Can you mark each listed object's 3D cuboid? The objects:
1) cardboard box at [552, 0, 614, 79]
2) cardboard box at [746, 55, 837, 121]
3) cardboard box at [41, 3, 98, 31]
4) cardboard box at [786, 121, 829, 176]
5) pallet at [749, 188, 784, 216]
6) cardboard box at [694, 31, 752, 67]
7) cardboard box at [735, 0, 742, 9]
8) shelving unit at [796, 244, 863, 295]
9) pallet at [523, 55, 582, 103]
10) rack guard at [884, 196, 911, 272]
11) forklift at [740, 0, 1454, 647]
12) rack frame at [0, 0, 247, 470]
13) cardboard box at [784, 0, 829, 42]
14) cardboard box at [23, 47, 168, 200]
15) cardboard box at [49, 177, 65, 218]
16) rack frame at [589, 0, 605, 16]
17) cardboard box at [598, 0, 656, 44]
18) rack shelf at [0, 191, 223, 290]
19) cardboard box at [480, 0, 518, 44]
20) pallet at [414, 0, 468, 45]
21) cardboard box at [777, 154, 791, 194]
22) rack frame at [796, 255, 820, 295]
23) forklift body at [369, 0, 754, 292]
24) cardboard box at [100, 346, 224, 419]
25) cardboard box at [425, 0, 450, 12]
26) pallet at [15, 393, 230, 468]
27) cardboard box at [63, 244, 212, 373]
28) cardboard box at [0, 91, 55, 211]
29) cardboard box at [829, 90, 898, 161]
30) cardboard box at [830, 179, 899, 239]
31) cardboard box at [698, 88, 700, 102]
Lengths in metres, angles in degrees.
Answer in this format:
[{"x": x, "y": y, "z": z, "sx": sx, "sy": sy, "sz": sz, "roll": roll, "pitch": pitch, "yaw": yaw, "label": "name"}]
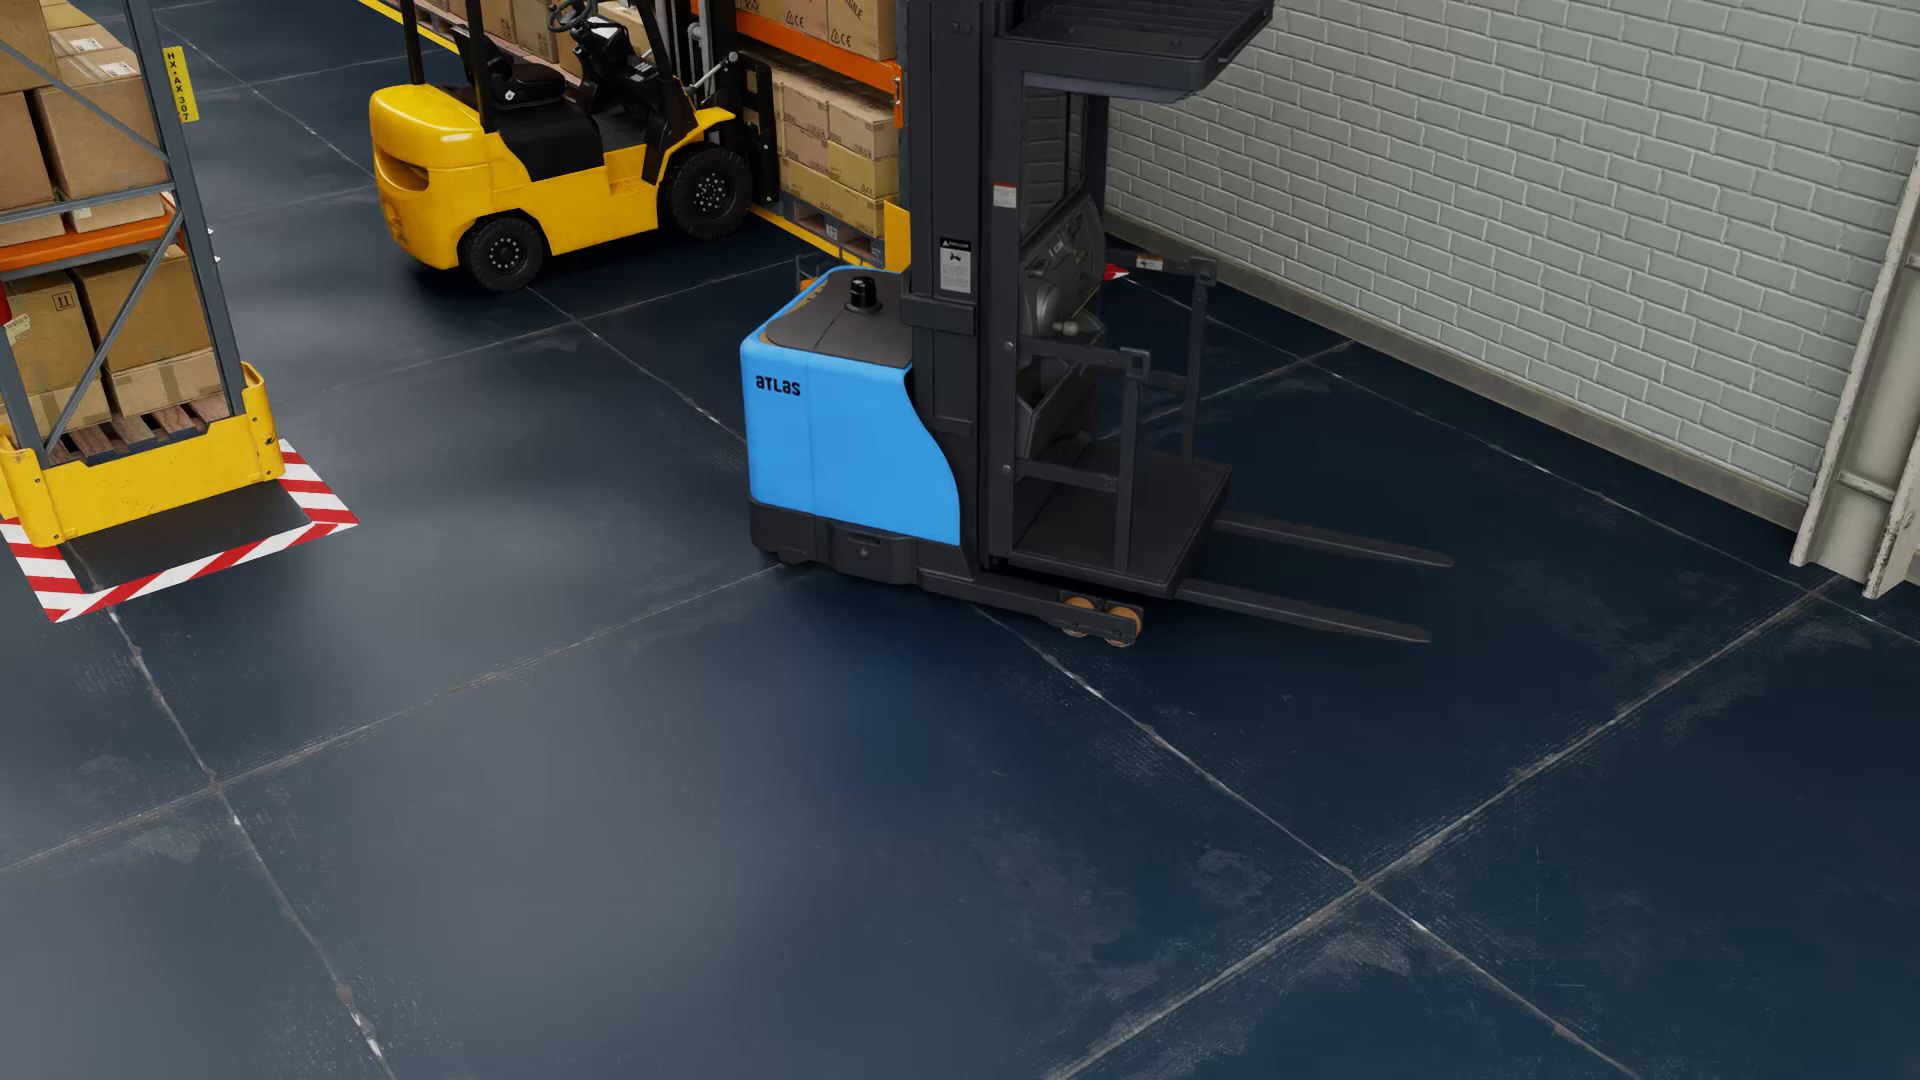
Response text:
[{"x": -2.722, "y": -4.112, "z": 13.380, "sx": 0.875, "sy": 0.625, "sz": 0.625, "roll": -20, "pitch": 37, "yaw": -29, "label": "cardboard box"}, {"x": -1.105, "y": -3.005, "z": 11.006, "sx": 0.500, "sy": 0.250, "sz": 0.500, "roll": -22, "pitch": 38, "yaw": -31, "label": "cardboard box"}, {"x": -4.564, "y": -2.336, "z": 8.292, "sx": 0.500, "sy": 0.500, "sz": 0.500, "roll": -23, "pitch": 39, "yaw": -32, "label": "cardboard box"}, {"x": -0.785, "y": -2.598, "z": 10.824, "sx": 0.500, "sy": 0.250, "sz": 0.500, "roll": -23, "pitch": 38, "yaw": -32, "label": "cardboard box"}, {"x": -1.187, "y": -2.690, "z": 11.881, "sx": 1.003, "sy": 0.211, "sz": 1.213, "roll": -22, "pitch": 38, "yaw": -31, "label": "pallet"}, {"x": -1.725, "y": -3.440, "z": 11.706, "sx": 0.500, "sy": 0.250, "sz": 0.500, "roll": -21, "pitch": 37, "yaw": -30, "label": "cardboard box"}, {"x": -1.392, "y": -3.862, "z": 11.031, "sx": 0.500, "sy": 0.500, "sz": 0.500, "roll": -22, "pitch": 38, "yaw": -31, "label": "cardboard box"}, {"x": -0.625, "y": -0.914, "z": 8.226, "sx": 0.252, "sy": 1.050, "sz": 0.215, "roll": -21, "pitch": 38, "yaw": -30, "label": "shelving unit"}, {"x": -2.876, "y": -3.838, "z": 13.730, "sx": 1.003, "sy": 0.211, "sz": 1.213, "roll": -22, "pitch": 38, "yaw": -31, "label": "pallet"}, {"x": 0.074, "y": -1.989, "z": 10.479, "sx": 1.175, "sy": 0.500, "sz": 0.348, "roll": -22, "pitch": 38, "yaw": -31, "label": "rack guard"}, {"x": 0.610, "y": -1.113, "z": 6.764, "sx": 3.031, "sy": 2.935, "sz": 1.130, "roll": 12, "pitch": 34, "yaw": 19, "label": "forklift"}, {"x": -3.859, "y": -1.454, "z": 7.247, "sx": 1.000, "sy": 3.000, "sz": 0.127, "roll": -22, "pitch": 38, "yaw": -31, "label": "rack frame"}, {"x": -0.761, "y": -3.443, "z": 10.356, "sx": 0.500, "sy": 0.500, "sz": 0.500, "roll": -21, "pitch": 38, "yaw": -30, "label": "cardboard box"}, {"x": -3.931, "y": -1.910, "z": 7.605, "sx": 0.500, "sy": 0.500, "sz": 0.500, "roll": -23, "pitch": 39, "yaw": -32, "label": "cardboard box"}, {"x": -4.070, "y": -1.656, "z": 7.811, "sx": 0.380, "sy": 0.149, "sz": 0.250, "roll": -22, "pitch": 38, "yaw": -31, "label": "cardboard box"}, {"x": -2.394, "y": -4.728, "z": 12.520, "sx": 1.000, "sy": 3.000, "sz": 0.127, "roll": -22, "pitch": 38, "yaw": -31, "label": "rack frame"}, {"x": -2.345, "y": -3.860, "z": 12.383, "sx": 0.500, "sy": 0.250, "sz": 0.500, "roll": -23, "pitch": 39, "yaw": -32, "label": "cardboard box"}, {"x": -5.086, "y": -1.982, "z": 8.779, "sx": 1.077, "sy": 0.370, "sz": 4.000, "roll": -22, "pitch": 38, "yaw": -31, "label": "rack shelf"}, {"x": -3.655, "y": -4.750, "z": 14.408, "sx": 0.875, "sy": 0.625, "sz": 0.625, "roll": -24, "pitch": 39, "yaw": -33, "label": "cardboard box"}, {"x": -4.373, "y": -4.855, "z": 15.367, "sx": 1.003, "sy": 0.211, "sz": 1.213, "roll": -22, "pitch": 38, "yaw": -31, "label": "pallet"}, {"x": -1.076, "y": -2.587, "z": 11.280, "sx": 0.500, "sy": 0.250, "sz": 0.500, "roll": -22, "pitch": 38, "yaw": -31, "label": "cardboard box"}, {"x": -0.723, "y": -0.876, "z": 8.165, "sx": 0.008, "sy": 1.050, "sz": 0.200, "roll": -21, "pitch": 38, "yaw": -30, "label": "rack frame"}, {"x": -2.545, "y": -2.901, "z": 10.382, "sx": 2.313, "sy": 2.155, "sz": 1.214, "roll": -22, "pitch": 38, "yaw": -31, "label": "forklift body"}, {"x": -4.136, "y": -0.890, "z": 8.547, "sx": 0.500, "sy": 0.250, "sz": 0.500, "roll": -23, "pitch": 38, "yaw": -32, "label": "cardboard box"}, {"x": -4.475, "y": -5.300, "z": 15.294, "sx": 0.875, "sy": 0.625, "sz": 0.625, "roll": -21, "pitch": 38, "yaw": -30, "label": "cardboard box"}, {"x": -4.376, "y": -0.651, "z": 8.598, "sx": 1.003, "sy": 0.211, "sz": 1.213, "roll": -22, "pitch": 38, "yaw": -31, "label": "pallet"}, {"x": -4.151, "y": -1.218, "z": 8.365, "sx": 0.500, "sy": 0.500, "sz": 0.500, "roll": -24, "pitch": 39, "yaw": -33, "label": "cardboard box"}, {"x": -4.410, "y": -1.760, "z": 7.363, "sx": 0.500, "sy": 0.500, "sz": 0.500, "roll": -23, "pitch": 39, "yaw": -32, "label": "cardboard box"}, {"x": -0.470, "y": -2.587, "z": 10.333, "sx": 0.500, "sy": 0.250, "sz": 0.500, "roll": -21, "pitch": 37, "yaw": -30, "label": "cardboard box"}, {"x": -0.478, "y": -2.165, "z": 10.601, "sx": 0.500, "sy": 0.250, "sz": 0.500, "roll": -22, "pitch": 38, "yaw": -31, "label": "cardboard box"}, {"x": -1.731, "y": -3.227, "z": 11.837, "sx": 0.500, "sy": 0.250, "sz": 0.500, "roll": -23, "pitch": 38, "yaw": -32, "label": "cardboard box"}]
